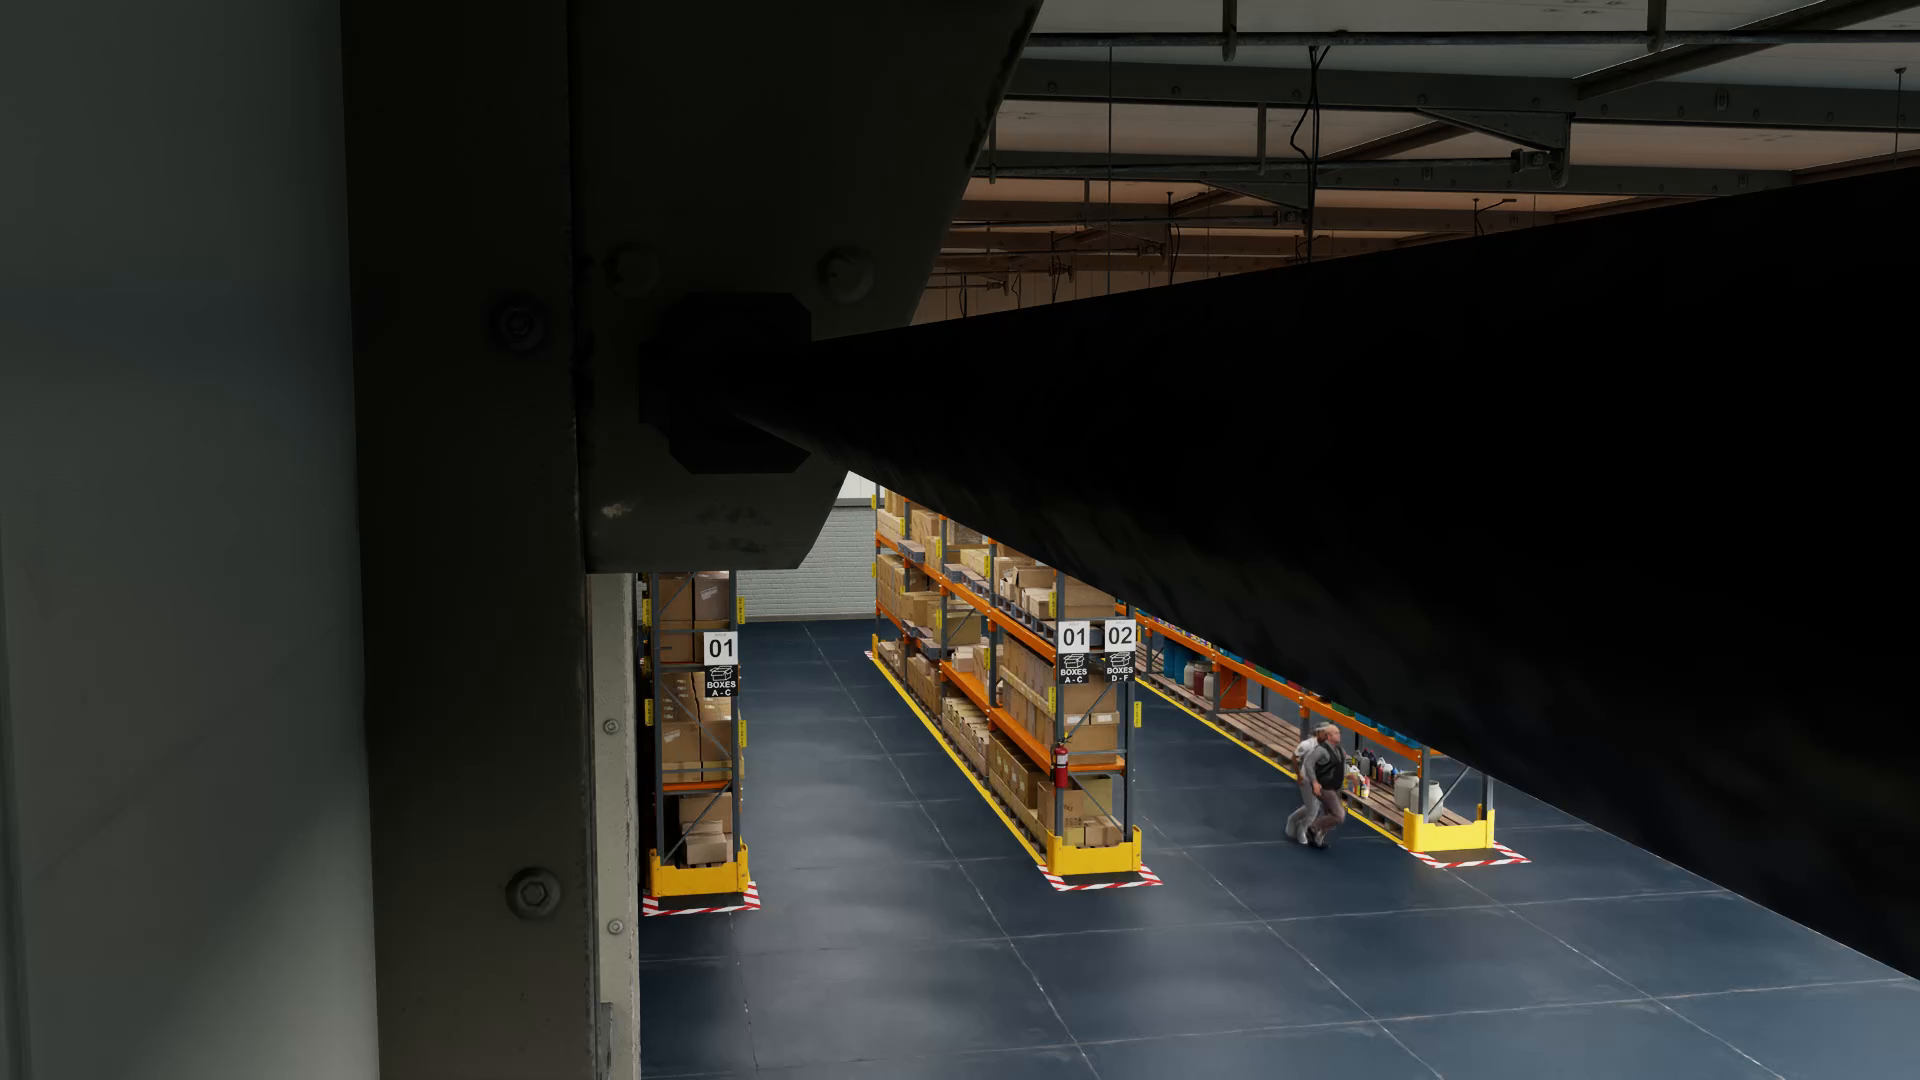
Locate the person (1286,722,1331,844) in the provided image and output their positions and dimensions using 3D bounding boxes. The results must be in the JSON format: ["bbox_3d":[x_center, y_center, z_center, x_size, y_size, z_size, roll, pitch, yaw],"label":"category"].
[{"bbox_3d":[4.758,3.236,22.327,0.607,1.638,0.527,-2,6,-19],"label":"person"}]

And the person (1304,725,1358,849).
[{"bbox_3d":[4.862,3.254,21.781,0.663,1.669,0.644,5,7,38],"label":"person"}]
